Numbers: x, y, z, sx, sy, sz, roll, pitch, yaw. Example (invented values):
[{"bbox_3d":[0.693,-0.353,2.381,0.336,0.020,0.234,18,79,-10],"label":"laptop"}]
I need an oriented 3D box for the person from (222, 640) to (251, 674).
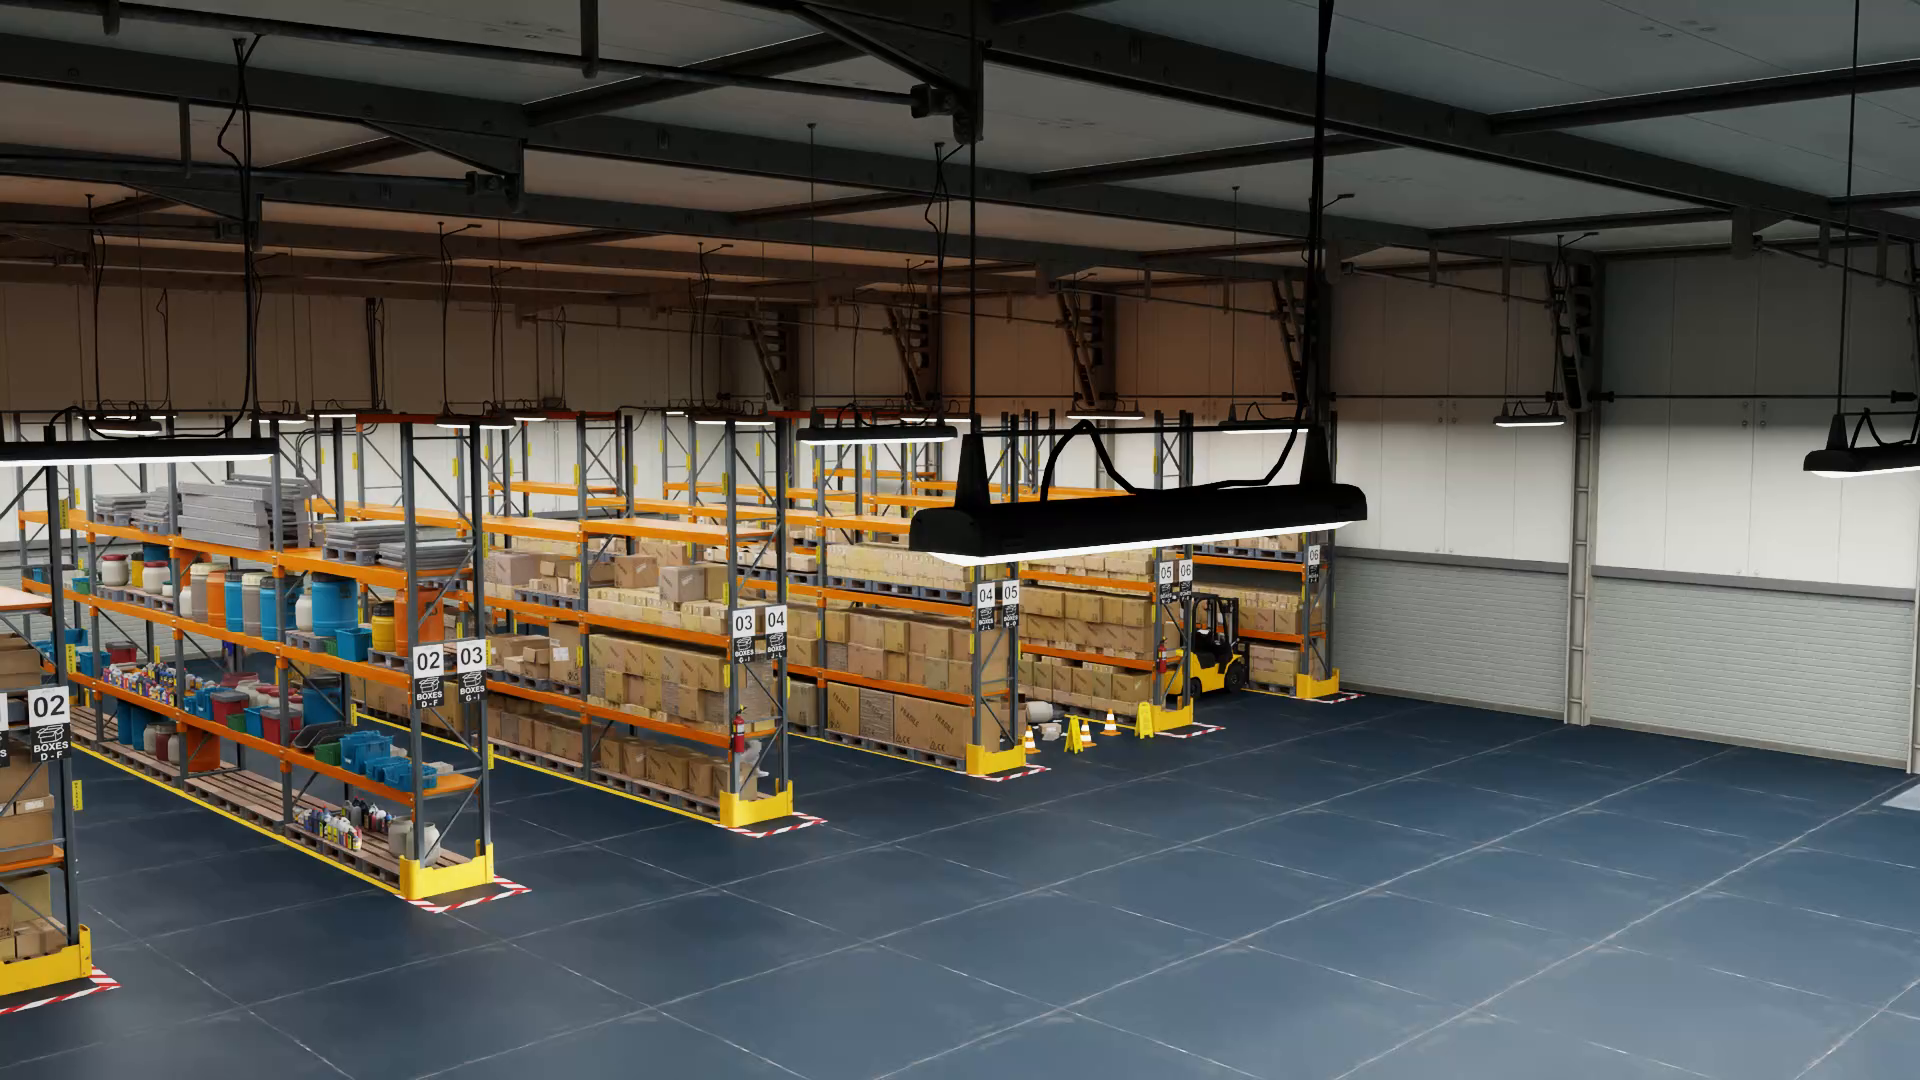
[{"bbox_3d":[-15.184,2.504,34.846,0.534,1.606,1.007,-3,6,-34],"label":"person"}]

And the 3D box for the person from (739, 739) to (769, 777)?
[{"bbox_3d":[-3.504,3.082,27.523,0.673,1.779,0.610,-2,5,-17],"label":"person"}]
